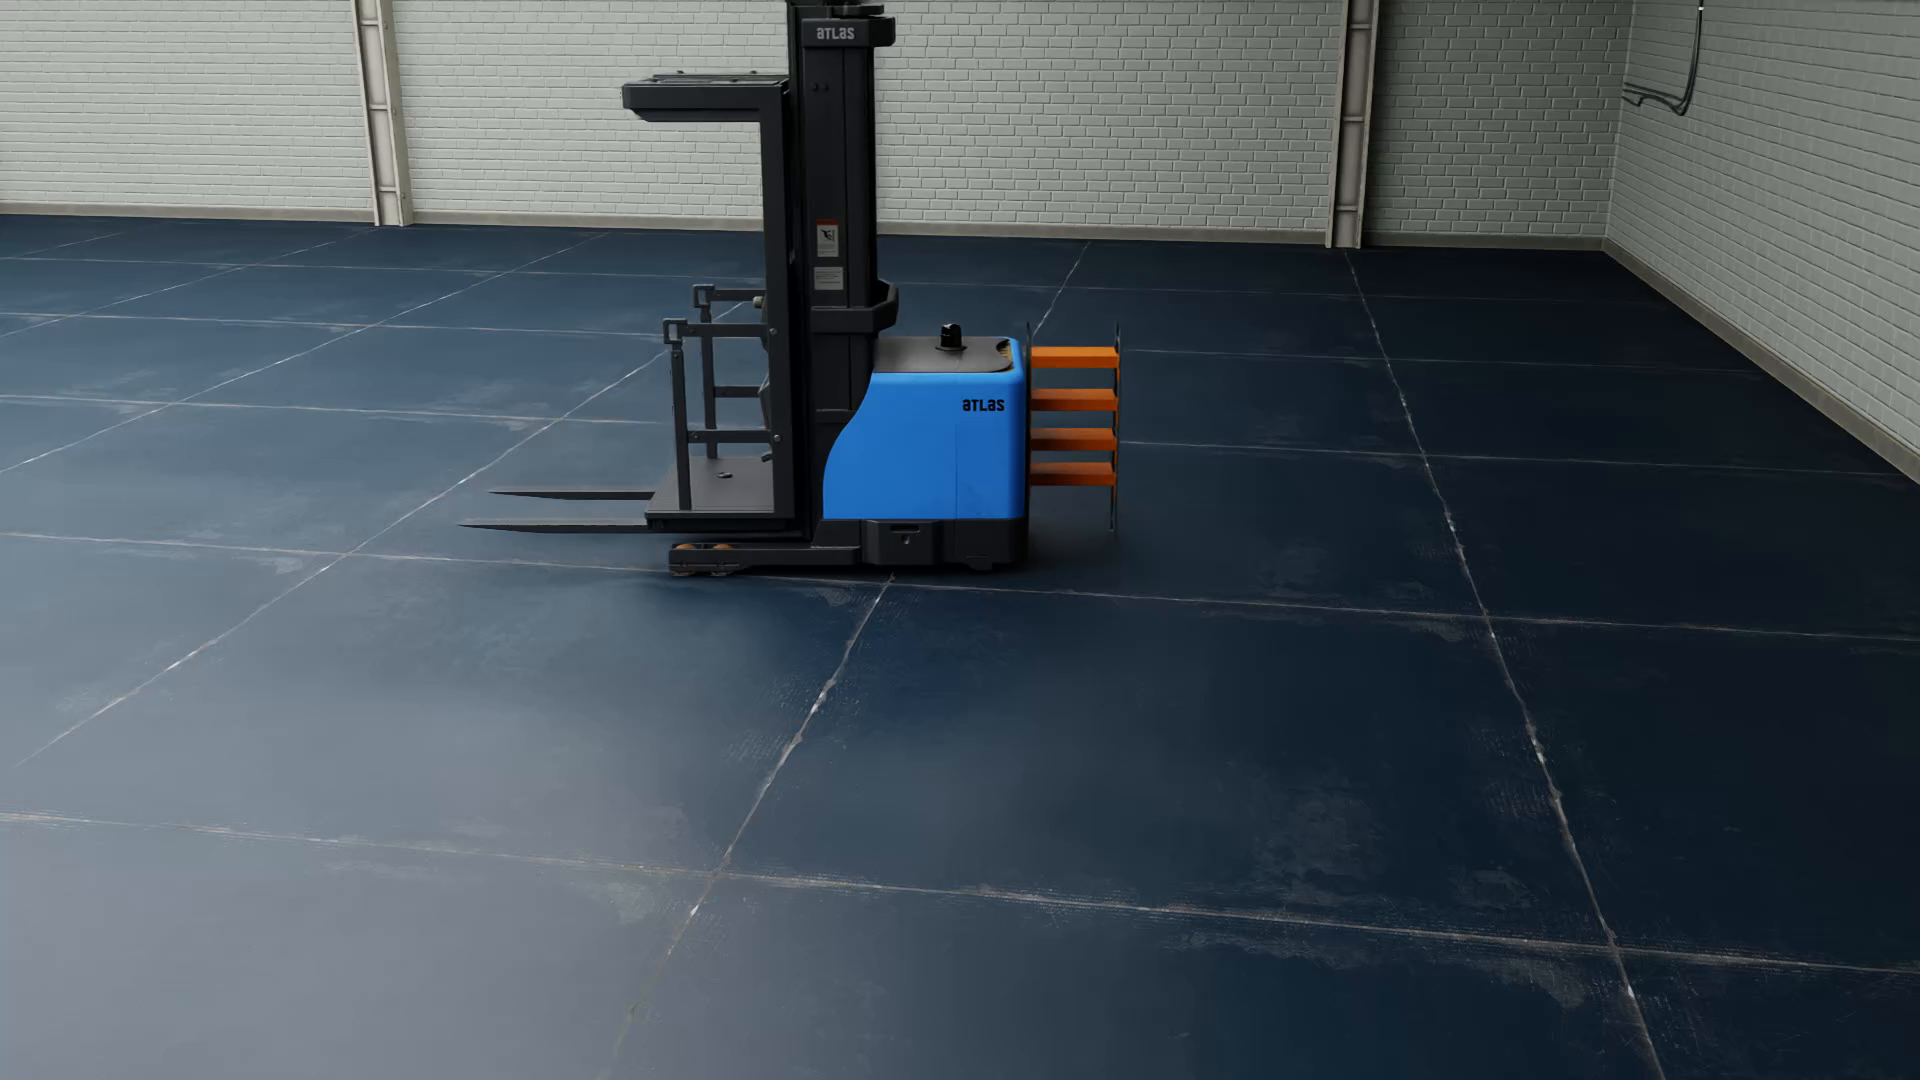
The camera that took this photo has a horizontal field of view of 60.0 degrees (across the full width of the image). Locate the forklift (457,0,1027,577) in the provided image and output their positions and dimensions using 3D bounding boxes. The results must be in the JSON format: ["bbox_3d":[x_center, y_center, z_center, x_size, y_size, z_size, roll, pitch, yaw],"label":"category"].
[{"bbox_3d":[-1.163,-1.366,8.768,3.031,2.935,1.130,0,18,0],"label":"forklift"}]

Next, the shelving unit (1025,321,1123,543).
[{"bbox_3d":[0.617,-0.589,9.174,0.503,1.200,0.258,0,18,0],"label":"shelving unit"}]

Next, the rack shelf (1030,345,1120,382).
[{"bbox_3d":[0.617,-0.962,9.049,0.480,0.148,0.258,0,18,0],"label":"rack shelf"}]

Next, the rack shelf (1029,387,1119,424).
[{"bbox_3d":[0.617,-0.738,9.124,0.480,0.148,0.258,0,18,0],"label":"rack shelf"}]

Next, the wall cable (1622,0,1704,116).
[{"bbox_3d":[7.237,-5.714,17.092,0.112,2.526,3.097,3,19,9],"label":"wall cable"}]

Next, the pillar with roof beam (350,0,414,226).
[{"bbox_3d":[-7.993,-7.004,16.054,0.400,9.000,9.100,3,19,9],"label":"pillar with roof beam"}]

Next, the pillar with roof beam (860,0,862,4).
[{"bbox_3d":[-2.069,-6.702,15.152,0.400,9.000,9.100,3,19,9],"label":"pillar with roof beam"}]

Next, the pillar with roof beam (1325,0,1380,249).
[{"bbox_3d":[3.855,-6.400,14.249,0.400,9.000,9.100,3,19,9],"label":"pillar with roof beam"}]

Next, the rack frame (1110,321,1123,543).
[{"bbox_3d":[0.861,-0.589,9.174,0.015,1.200,0.240,0,18,0],"label":"rack frame"}]

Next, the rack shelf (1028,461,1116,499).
[{"bbox_3d":[0.617,-0.337,9.258,0.480,0.148,0.258,0,18,0],"label":"rack shelf"}]

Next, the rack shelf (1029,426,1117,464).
[{"bbox_3d":[0.617,-0.526,9.195,0.480,0.148,0.258,0,18,0],"label":"rack shelf"}]

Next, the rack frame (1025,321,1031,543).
[{"bbox_3d":[0.373,-0.590,9.174,0.015,1.200,0.240,0,18,0],"label":"rack frame"}]
